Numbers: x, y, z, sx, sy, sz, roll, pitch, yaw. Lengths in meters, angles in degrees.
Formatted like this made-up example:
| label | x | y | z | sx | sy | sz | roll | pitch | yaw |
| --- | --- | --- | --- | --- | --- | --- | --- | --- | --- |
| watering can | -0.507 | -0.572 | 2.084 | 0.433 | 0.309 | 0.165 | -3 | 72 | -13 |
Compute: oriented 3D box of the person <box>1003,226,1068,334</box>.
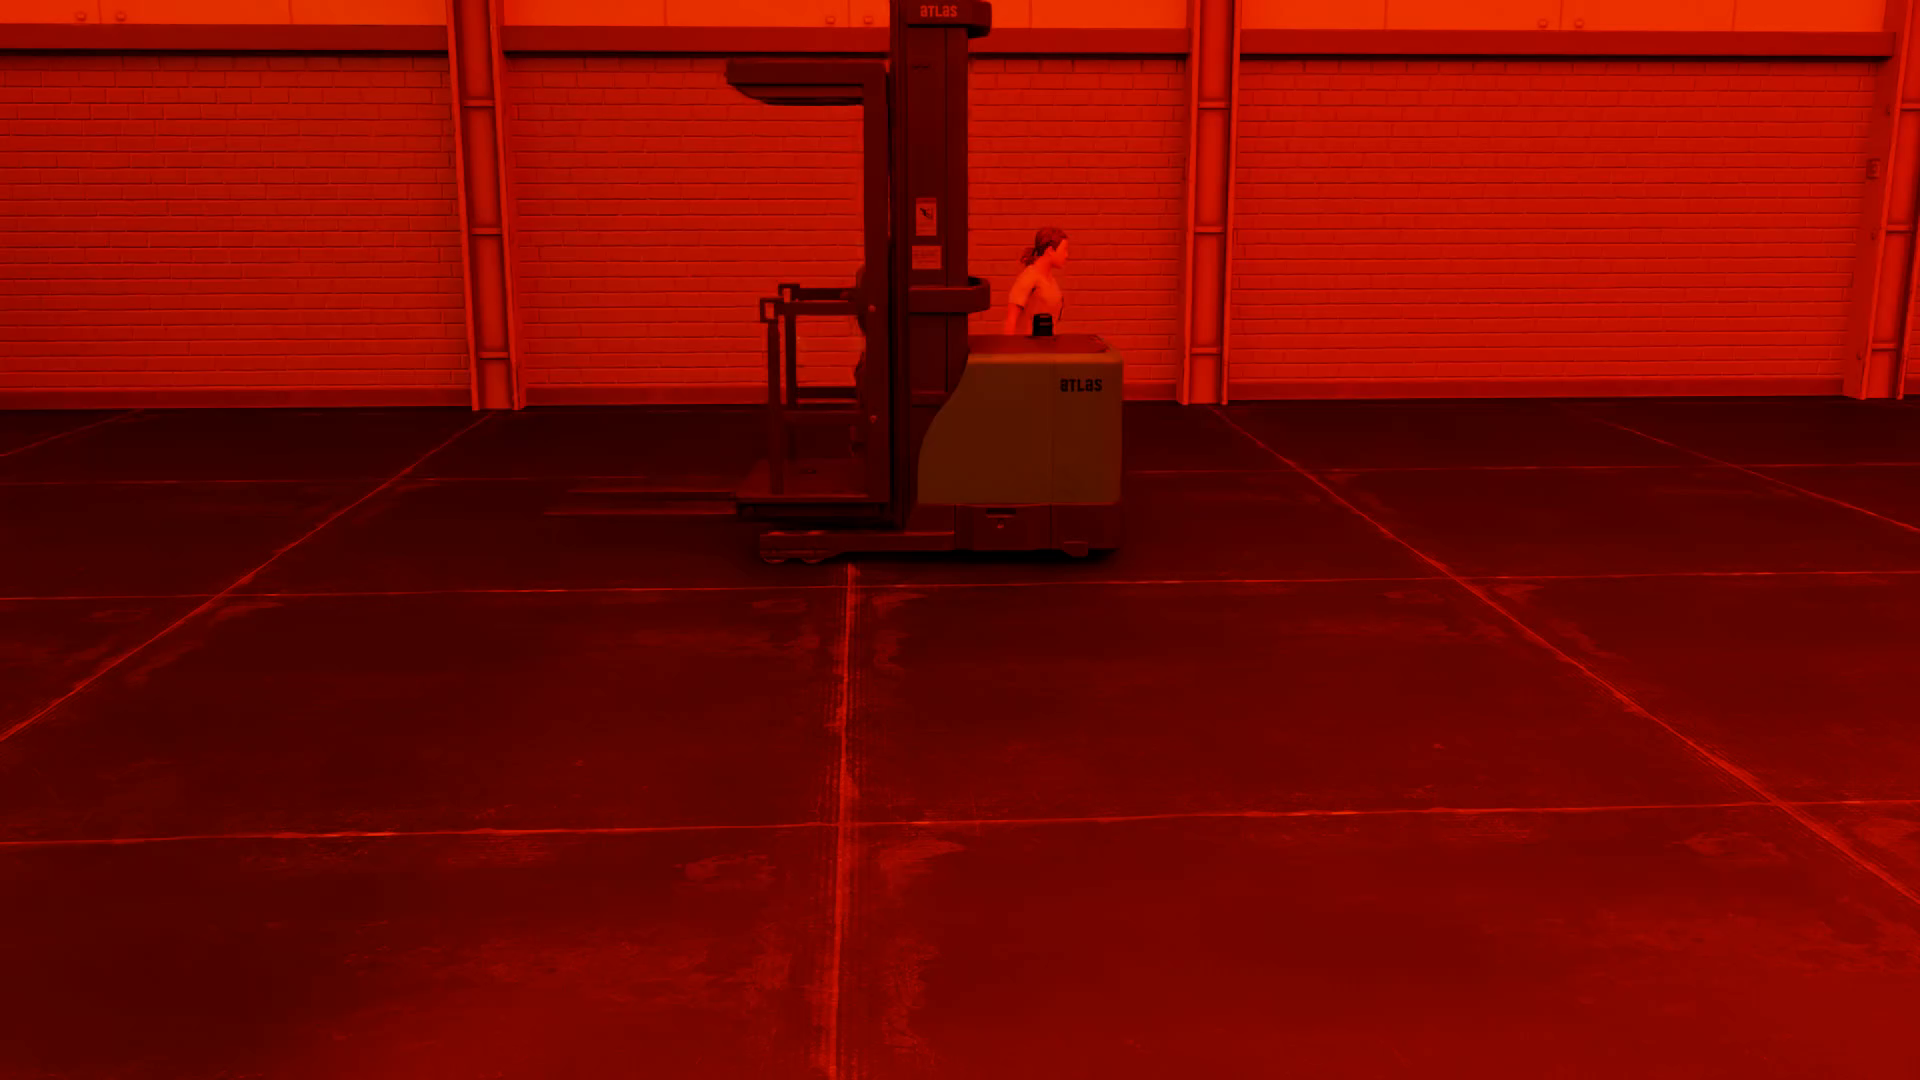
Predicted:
| label | x | y | z | sx | sy | sz | roll | pitch | yaw |
| --- | --- | --- | --- | --- | --- | --- | --- | --- | --- |
| person | 0.476 | -1.146 | 10.500 | 0.390 | 1.645 | 0.779 | 6 | 14 | 23 |

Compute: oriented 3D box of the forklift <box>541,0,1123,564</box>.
| label | x | y | z | sx | sy | sz | roll | pitch | yaw |
| --- | --- | --- | --- | --- | --- | --- | --- | --- | --- |
| forklift | -0.678 | -1.423 | 8.750 | 3.031 | 2.935 | 1.130 | 0 | 13 | -1 |
